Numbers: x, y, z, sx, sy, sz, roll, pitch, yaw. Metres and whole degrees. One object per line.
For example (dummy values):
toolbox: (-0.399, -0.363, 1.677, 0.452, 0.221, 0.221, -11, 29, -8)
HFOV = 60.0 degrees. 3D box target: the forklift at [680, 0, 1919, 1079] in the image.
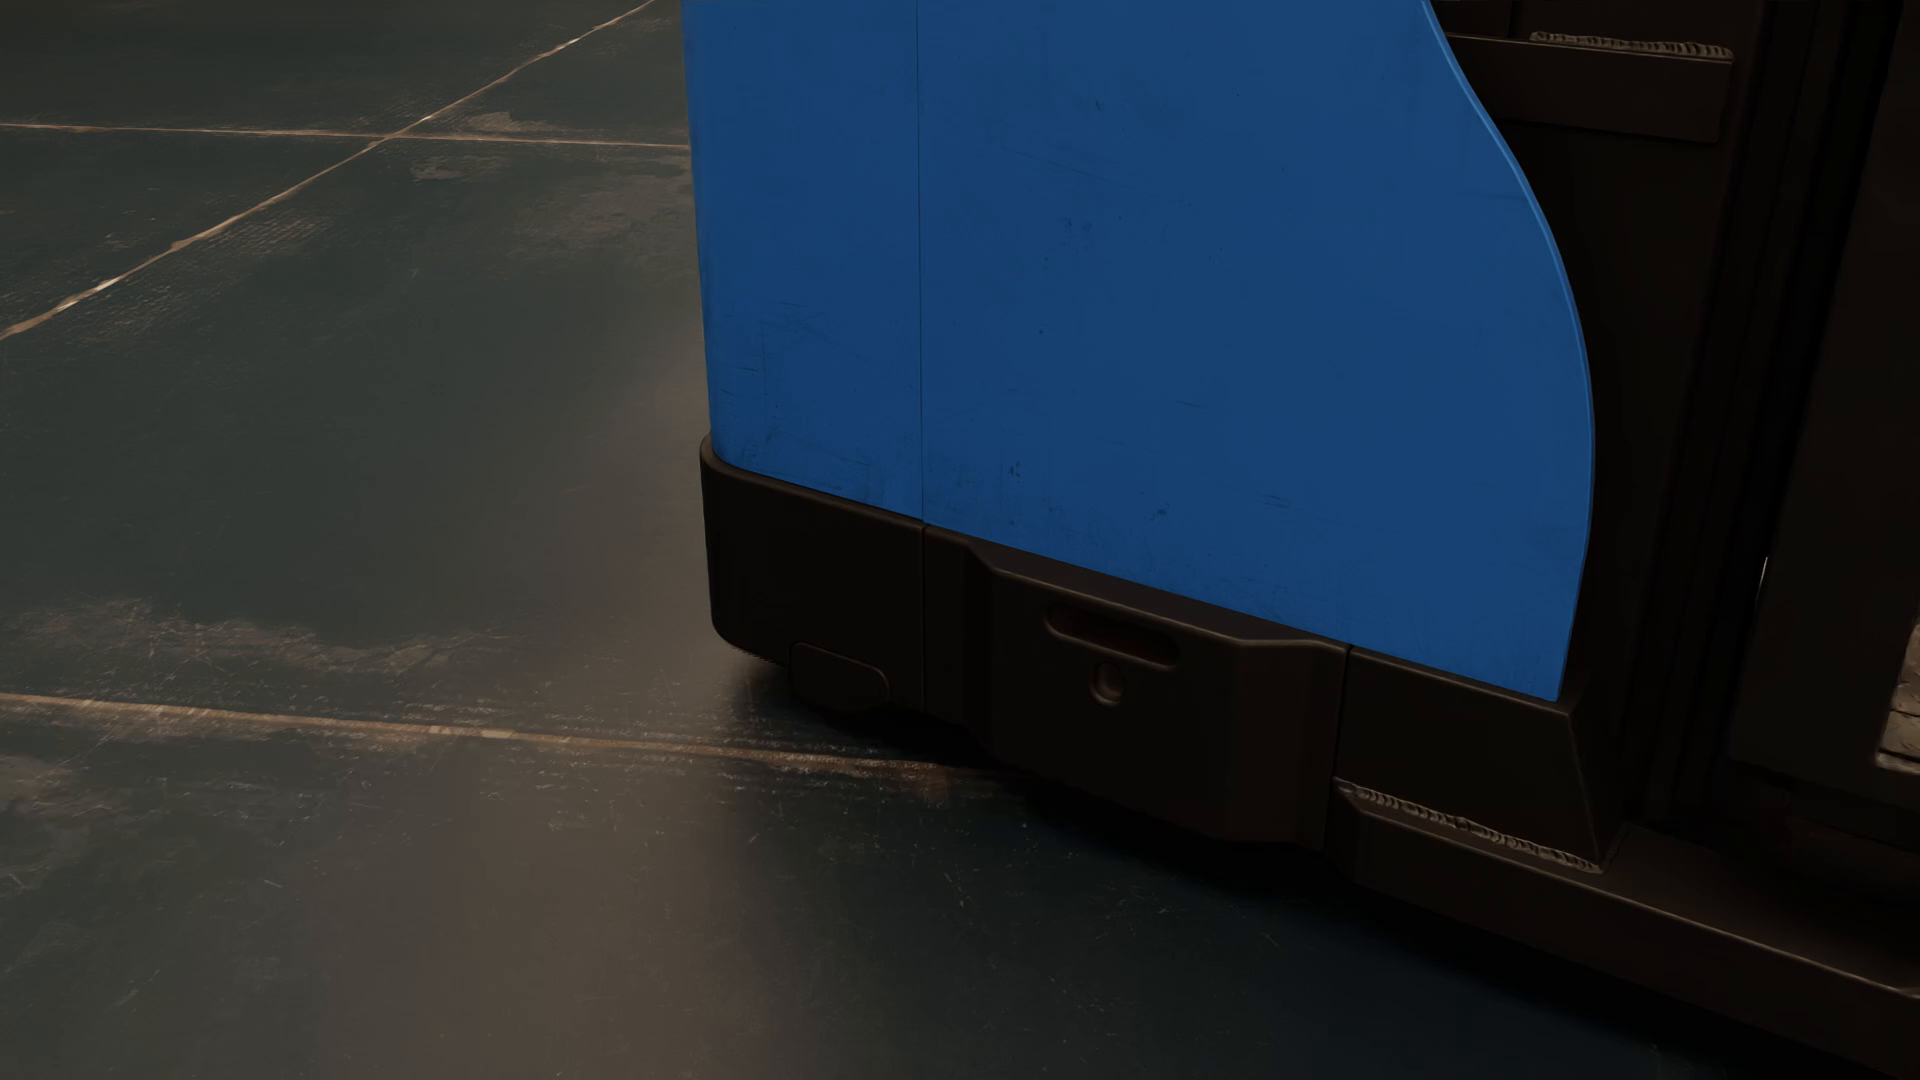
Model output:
forklift: (1.197, -0.967, 1.154, 3.031, 2.935, 1.130, 16, 31, 29)
